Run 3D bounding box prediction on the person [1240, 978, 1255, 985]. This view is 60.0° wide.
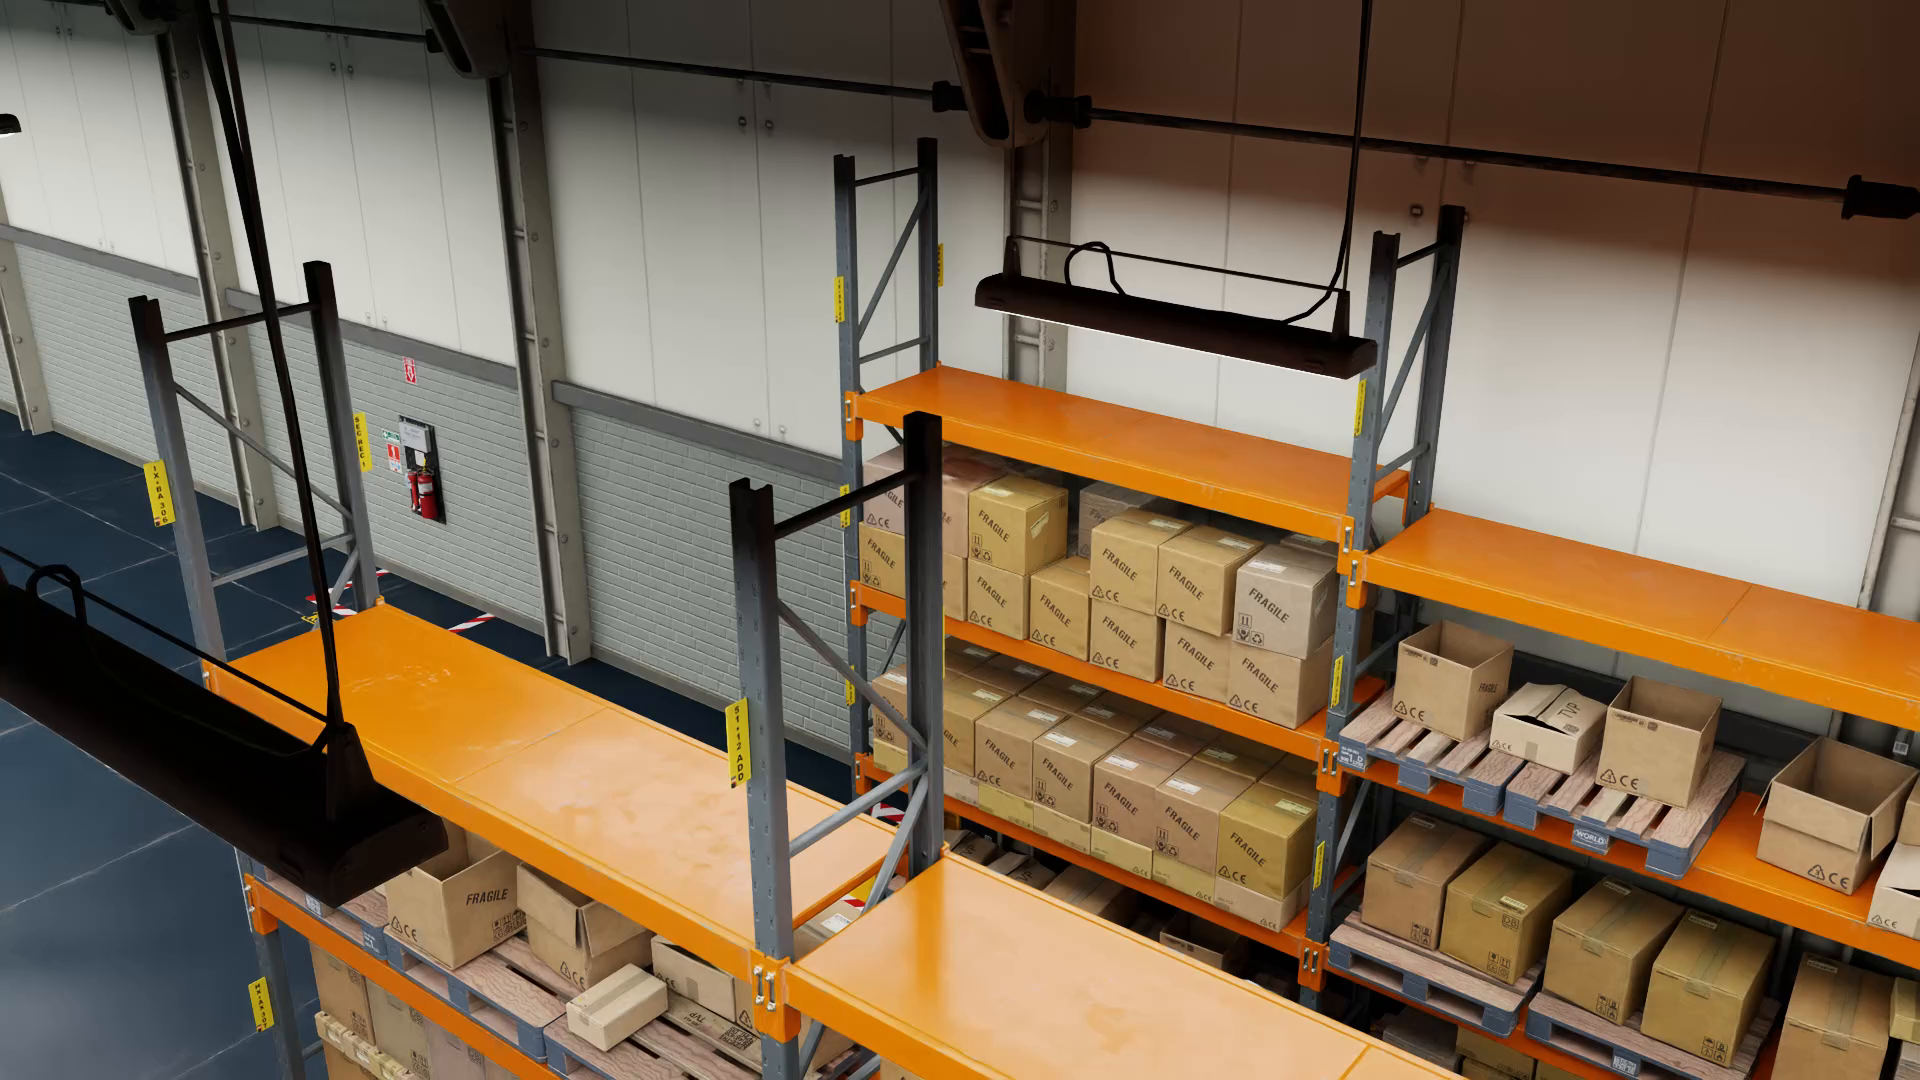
[{"bbox_3d":[1.641,3.405,10.252,1.081,1.709,0.594,15,27,33],"label":"person"}]
